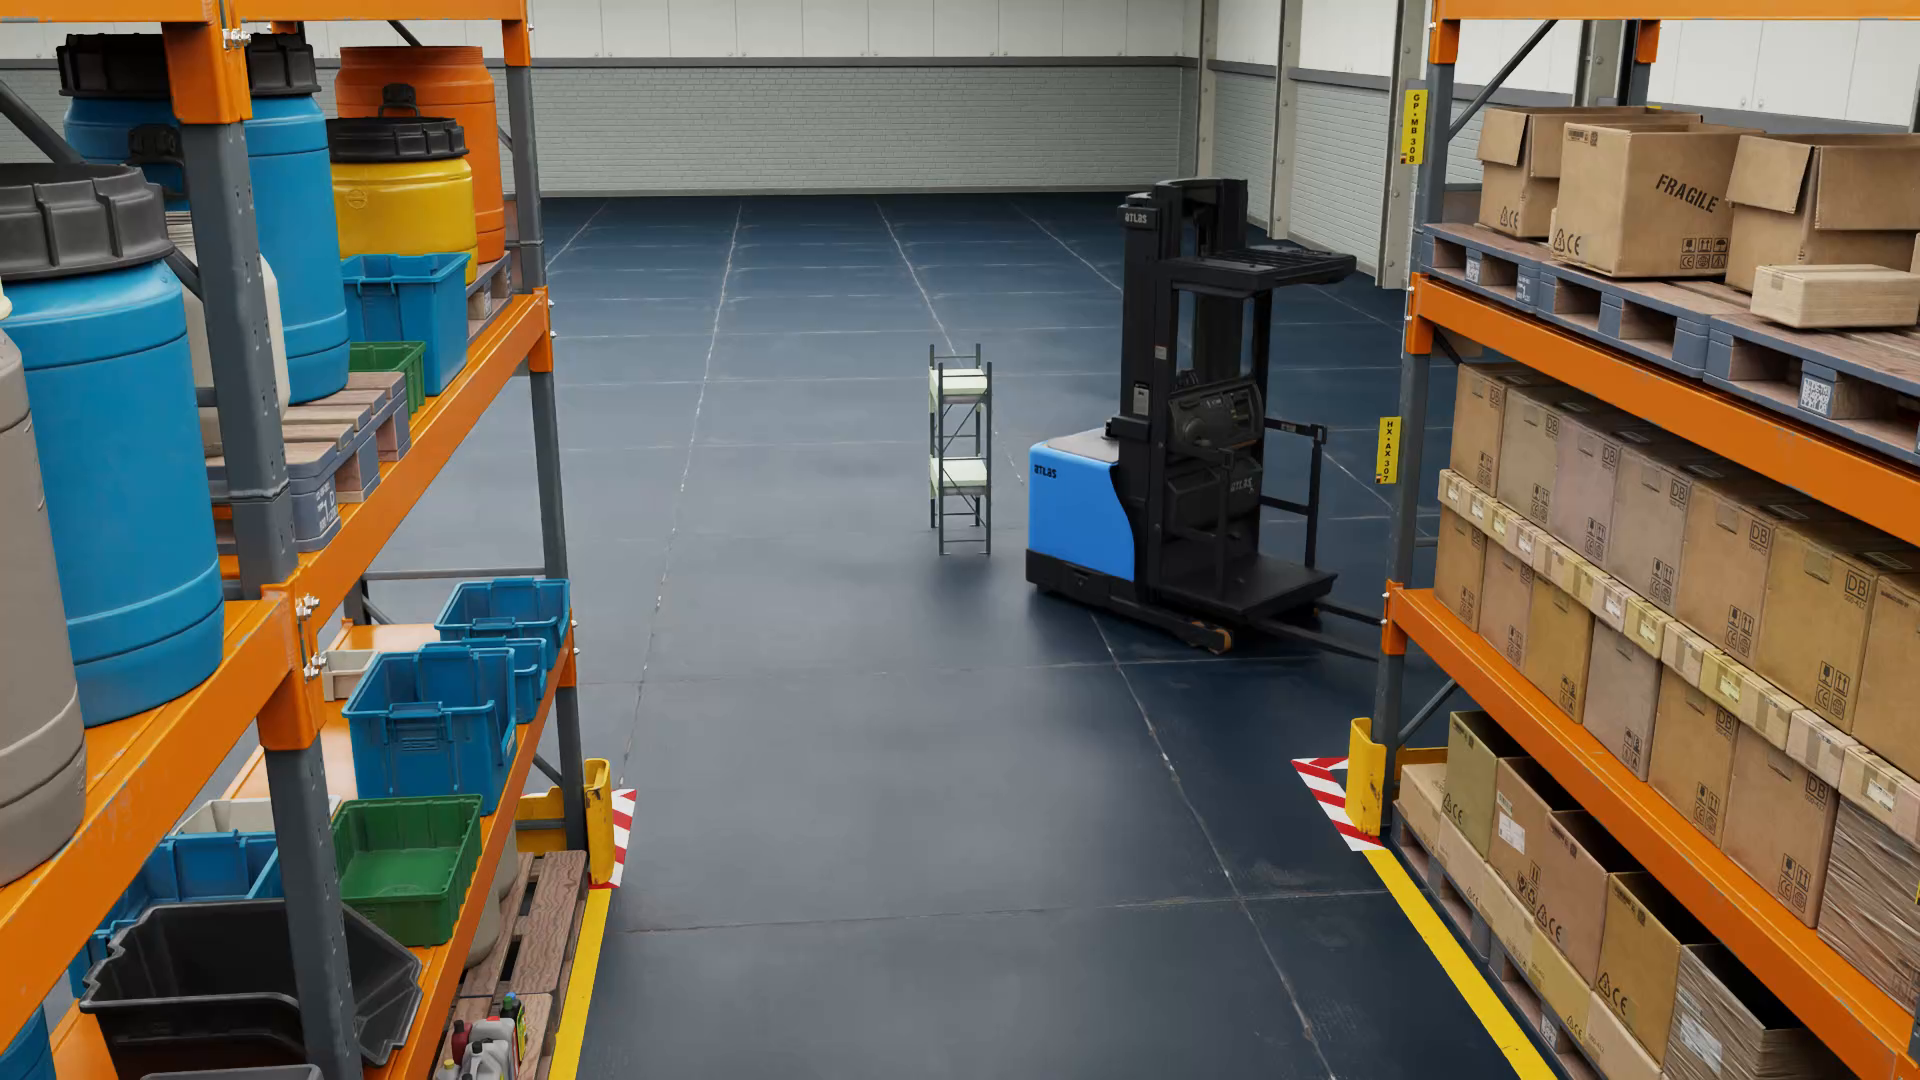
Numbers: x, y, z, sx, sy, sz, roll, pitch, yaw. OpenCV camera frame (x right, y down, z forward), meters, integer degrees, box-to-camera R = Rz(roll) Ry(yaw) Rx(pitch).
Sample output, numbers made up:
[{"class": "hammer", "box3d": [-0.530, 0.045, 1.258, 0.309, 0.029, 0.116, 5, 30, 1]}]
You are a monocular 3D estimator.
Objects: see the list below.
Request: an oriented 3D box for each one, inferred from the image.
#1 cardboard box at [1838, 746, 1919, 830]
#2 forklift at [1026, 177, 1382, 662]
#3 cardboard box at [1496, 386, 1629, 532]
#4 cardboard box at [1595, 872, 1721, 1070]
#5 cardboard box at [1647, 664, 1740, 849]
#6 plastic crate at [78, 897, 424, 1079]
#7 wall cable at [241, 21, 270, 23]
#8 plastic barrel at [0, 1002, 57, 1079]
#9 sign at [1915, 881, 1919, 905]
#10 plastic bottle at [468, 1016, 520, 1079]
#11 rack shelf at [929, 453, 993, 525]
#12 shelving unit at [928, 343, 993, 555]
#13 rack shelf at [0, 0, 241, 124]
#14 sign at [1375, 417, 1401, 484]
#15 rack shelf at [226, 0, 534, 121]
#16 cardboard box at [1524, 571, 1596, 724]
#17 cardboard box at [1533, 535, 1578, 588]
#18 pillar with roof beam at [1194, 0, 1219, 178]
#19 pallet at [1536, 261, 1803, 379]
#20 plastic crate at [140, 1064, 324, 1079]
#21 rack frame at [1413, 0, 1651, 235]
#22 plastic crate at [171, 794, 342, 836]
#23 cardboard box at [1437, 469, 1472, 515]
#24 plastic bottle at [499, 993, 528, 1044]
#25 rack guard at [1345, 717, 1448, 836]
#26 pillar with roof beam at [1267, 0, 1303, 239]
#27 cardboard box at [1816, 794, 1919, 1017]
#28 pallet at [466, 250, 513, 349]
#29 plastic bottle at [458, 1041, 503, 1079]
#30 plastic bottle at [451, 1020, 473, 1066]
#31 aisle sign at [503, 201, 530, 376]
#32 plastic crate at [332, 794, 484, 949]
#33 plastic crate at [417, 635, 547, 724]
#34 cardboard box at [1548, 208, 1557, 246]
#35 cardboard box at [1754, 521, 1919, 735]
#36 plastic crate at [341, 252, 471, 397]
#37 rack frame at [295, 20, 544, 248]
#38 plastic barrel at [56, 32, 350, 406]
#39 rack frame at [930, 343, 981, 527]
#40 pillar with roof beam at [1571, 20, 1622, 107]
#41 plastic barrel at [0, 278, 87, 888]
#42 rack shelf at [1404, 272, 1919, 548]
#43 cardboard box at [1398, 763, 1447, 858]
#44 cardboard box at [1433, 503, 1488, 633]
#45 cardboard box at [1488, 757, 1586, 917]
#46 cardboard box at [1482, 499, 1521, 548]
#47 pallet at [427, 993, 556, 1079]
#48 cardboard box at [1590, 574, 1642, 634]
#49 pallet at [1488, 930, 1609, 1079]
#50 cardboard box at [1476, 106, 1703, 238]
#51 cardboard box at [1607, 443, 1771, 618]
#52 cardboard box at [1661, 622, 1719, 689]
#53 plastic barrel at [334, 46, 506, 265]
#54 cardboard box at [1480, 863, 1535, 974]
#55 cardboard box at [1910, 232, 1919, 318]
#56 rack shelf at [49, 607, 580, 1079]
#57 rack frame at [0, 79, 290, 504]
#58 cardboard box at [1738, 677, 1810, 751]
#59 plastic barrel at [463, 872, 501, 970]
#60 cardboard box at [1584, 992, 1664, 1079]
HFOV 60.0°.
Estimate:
[{"class": "cardboard box", "box3d": [2.750, 0.693, 4.713, 0.380, 0.149, 0.250, -2, 18, -7]}, {"class": "forklift", "box3d": [1.852, -0.828, 10.922, 1.130, 2.935, 3.031, -16, 23, -41]}, {"class": "cardboard box", "box3d": [2.703, -0.349, 6.947, 0.700, 0.500, 0.500, -2, 18, -7]}, {"class": "cardboard box", "box3d": [2.654, 1.522, 5.958, 0.500, 0.500, 0.500, -2, 18, -6]}, {"class": "cardboard box", "box3d": [2.854, 0.712, 5.735, 0.700, 0.500, 0.500, -2, 17, -5]}, {"class": "plastic crate", "box3d": [-1.840, 1.220, 4.388, 0.767, 0.338, 0.504, -2, 18, -6]}, {"class": "wall cable", "box3d": [-15.508, -13.623, 35.868, 2.305, 6.003, 0.169, -2, 18, -6]}, {"class": "plastic barrel", "box3d": [-2.174, 1.235, 3.398, 0.600, 0.901, 0.708, -2, 18, -6]}, {"class": "sign", "box3d": [2.463, 0.765, 4.156, 0.100, 0.325, 0.005, -2, 18, -6]}, {"class": "plastic bottle", "box3d": [-1.701, 1.857, 6.066, 0.152, 0.276, 0.135, -2, 18, -5]}, {"class": "rack shelf", "box3d": [-0.001, -0.407, 13.056, 0.431, 0.370, 0.720, -2, 18, -6]}, {"class": "shelving unit", "box3d": [-0.001, -0.718, 12.959, 0.431, 1.500, 0.755, -2, 18, -6]}, {"class": "rack shelf", "box3d": [-1.706, -0.382, 1.240, 1.077, 0.370, 4.000, -2, 18, -6]}, {"class": "sign", "box3d": [2.050, -0.429, 7.959, 0.100, 0.325, 0.005, -2, 18, -6]}, {"class": "rack shelf", "box3d": [-2.119, -1.574, 5.036, 1.077, 0.370, 4.000, -2, 18, -6]}, {"class": "cardboard box", "box3d": [2.742, 0.403, 6.720, 0.700, 0.500, 0.500, -2, 18, -5]}, {"class": "cardboard box", "box3d": [2.537, 0.080, 6.664, 0.380, 0.149, 0.250, -2, 18, -7]}, {"class": "pillar with roof beam", "box3d": [1.086, -11.633, 35.209, 9.100, 9.000, 0.400, -2, 18, -6]}, {"class": "pallet", "box3d": [2.779, -0.807, 5.879, 1.003, 0.211, 1.213, -2, 18, -6]}, {"class": "plastic crate", "box3d": [-1.558, 1.454, 3.430, 0.402, 0.464, 0.583, -2, 18, -6]}, {"class": "rack frame", "box3d": [2.602, -2.856, 7.251, 1.000, 3.000, 0.127, -2, 18, -6]}, {"class": "plastic crate", "box3d": [-2.332, 1.000, 5.425, 0.530, 0.136, 0.437, -2, 18, -6]}, {"class": "cardboard box", "box3d": [2.429, -0.227, 7.643, 0.380, 0.149, 0.250, -2, 18, -6]}, {"class": "plastic bottle", "box3d": [-1.699, 1.817, 6.319, 0.097, 0.201, 0.097, 0, 17, 0]}, {"class": "rack guard", "box3d": [2.600, 1.192, 8.546, 1.175, 0.500, 0.348, -2, 18, -6]}, {"class": "pillar with roof beam", "box3d": [1.705, -9.846, 29.515, 9.100, 9.000, 0.400, -2, 18, -6]}, {"class": "cardboard box", "box3d": [2.963, 1.018, 4.759, 0.700, 0.500, 0.500, -2, 18, -7]}, {"class": "pallet", "box3d": [-2.337, -0.933, 6.449, 1.003, 0.211, 1.213, -2, 18, -6]}, {"class": "plastic bottle", "box3d": [-1.665, 1.912, 5.766, 0.144, 0.351, 0.185, -1, 17, -3]}, {"class": "plastic bottle", "box3d": [-1.807, 1.857, 6.054, 0.061, 0.283, 0.133, -2, 18, -6]}, {"class": "aisle sign", "box3d": [-2.037, -1.113, 7.373, 0.394, 0.787, 0.004, -2, 18, -6]}, {"class": "plastic crate", "box3d": [-1.772, 1.038, 5.217, 0.450, 0.188, 0.662, -2, 18, -6]}, {"class": "plastic crate", "box3d": [-1.914, 0.563, 6.625, 0.499, 0.251, 0.408, -2, 18, -6]}, {"class": "cardboard box", "box3d": [2.548, -1.216, 6.520, 0.380, 0.149, 0.250, -2, 18, -6]}, {"class": "cardboard box", "box3d": [2.910, 0.249, 5.044, 0.700, 0.500, 0.500, -2, 18, -6]}, {"class": "plastic crate", "box3d": [-1.829, -0.706, 5.438, 0.392, 0.384, 0.575, -2, 18, -6]}, {"class": "rack frame", "box3d": [-2.325, -2.704, 6.767, 1.000, 3.000, 0.127, -2, 18, -6]}, {"class": "plastic barrel", "box3d": [-1.908, -0.821, 4.237, 0.600, 0.901, 0.708, -2, 18, -6]}, {"class": "rack frame", "box3d": [-0.038, -0.827, 13.306, 0.400, 1.500, 0.023, -2, 18, -6]}, {"class": "pillar with roof beam", "box3d": [2.942, -6.270, 18.127, 9.100, 9.000, 0.400, -2, 18, -6]}, {"class": "plastic barrel", "box3d": [-1.577, 0.019, 2.263, 0.600, 0.901, 0.600, 0, 17, 0]}, {"class": "rack shelf", "box3d": [2.809, -0.486, 5.910, 1.077, 0.370, 4.000, -2, 18, -6]}, {"class": "cardboard box", "box3d": [2.436, 1.284, 7.967, 0.500, 0.250, 0.500, -2, 18, -6]}, {"class": "cardboard box", "box3d": [2.638, 0.098, 7.690, 0.700, 0.500, 0.500, -2, 18, -6]}, {"class": "cardboard box", "box3d": [2.554, 1.224, 6.907, 0.500, 0.500, 0.500, -2, 18, -6]}, {"class": "cardboard box", "box3d": [2.483, -0.074, 7.156, 0.380, 0.149, 0.250, -2, 18, -5]}, {"class": "pallet", "box3d": [-2.069, 2.115, 6.089, 1.003, 0.211, 1.213, -2, 18, -6]}, {"class": "cardboard box", "box3d": [2.586, 0.231, 6.185, 0.380, 0.149, 0.250, -2, 18, -5]}, {"class": "pallet", "box3d": [2.846, 1.926, 6.690, 1.003, 0.211, 1.213, -2, 18, -6]}, {"class": "cardboard box", "box3d": [2.658, -1.570, 7.055, 0.797, 0.503, 0.637, -1, 17, -2]}, {"class": "cardboard box", "box3d": [2.808, -0.049, 5.993, 0.700, 0.500, 0.500, -2, 18, -6]}, {"class": "cardboard box", "box3d": [2.644, 0.388, 5.683, 0.380, 0.149, 0.250, -1, 17, -4]}, {"class": "plastic barrel", "box3d": [-2.148, -1.537, 6.640, 0.600, 0.830, 0.708, -2, 18, -6]}, {"class": "cardboard box", "box3d": [2.543, 1.582, 7.019, 0.500, 0.250, 0.500, -2, 18, -6]}, {"class": "cardboard box", "box3d": [3.170, -0.777, 4.850, 0.500, 0.311, 0.500, -3, 18, -9]}, {"class": "rack shelf", "box3d": [-2.119, 1.097, 5.875, 1.077, 0.370, 4.000, -2, 18, -6]}, {"class": "rack frame", "box3d": [-1.912, -1.512, 2.971, 1.000, 3.000, 0.127, -2, 18, -6]}, {"class": "cardboard box", "box3d": [2.693, 0.537, 5.210, 0.380, 0.149, 0.250, -2, 18, -6]}, {"class": "plastic barrel", "box3d": [-2.129, 1.488, 6.882, 0.421, 0.512, 0.421, 0, 17, 0]}, {"class": "cardboard box", "box3d": [2.642, 1.880, 6.069, 0.500, 0.250, 0.500, -2, 18, -6]}]
